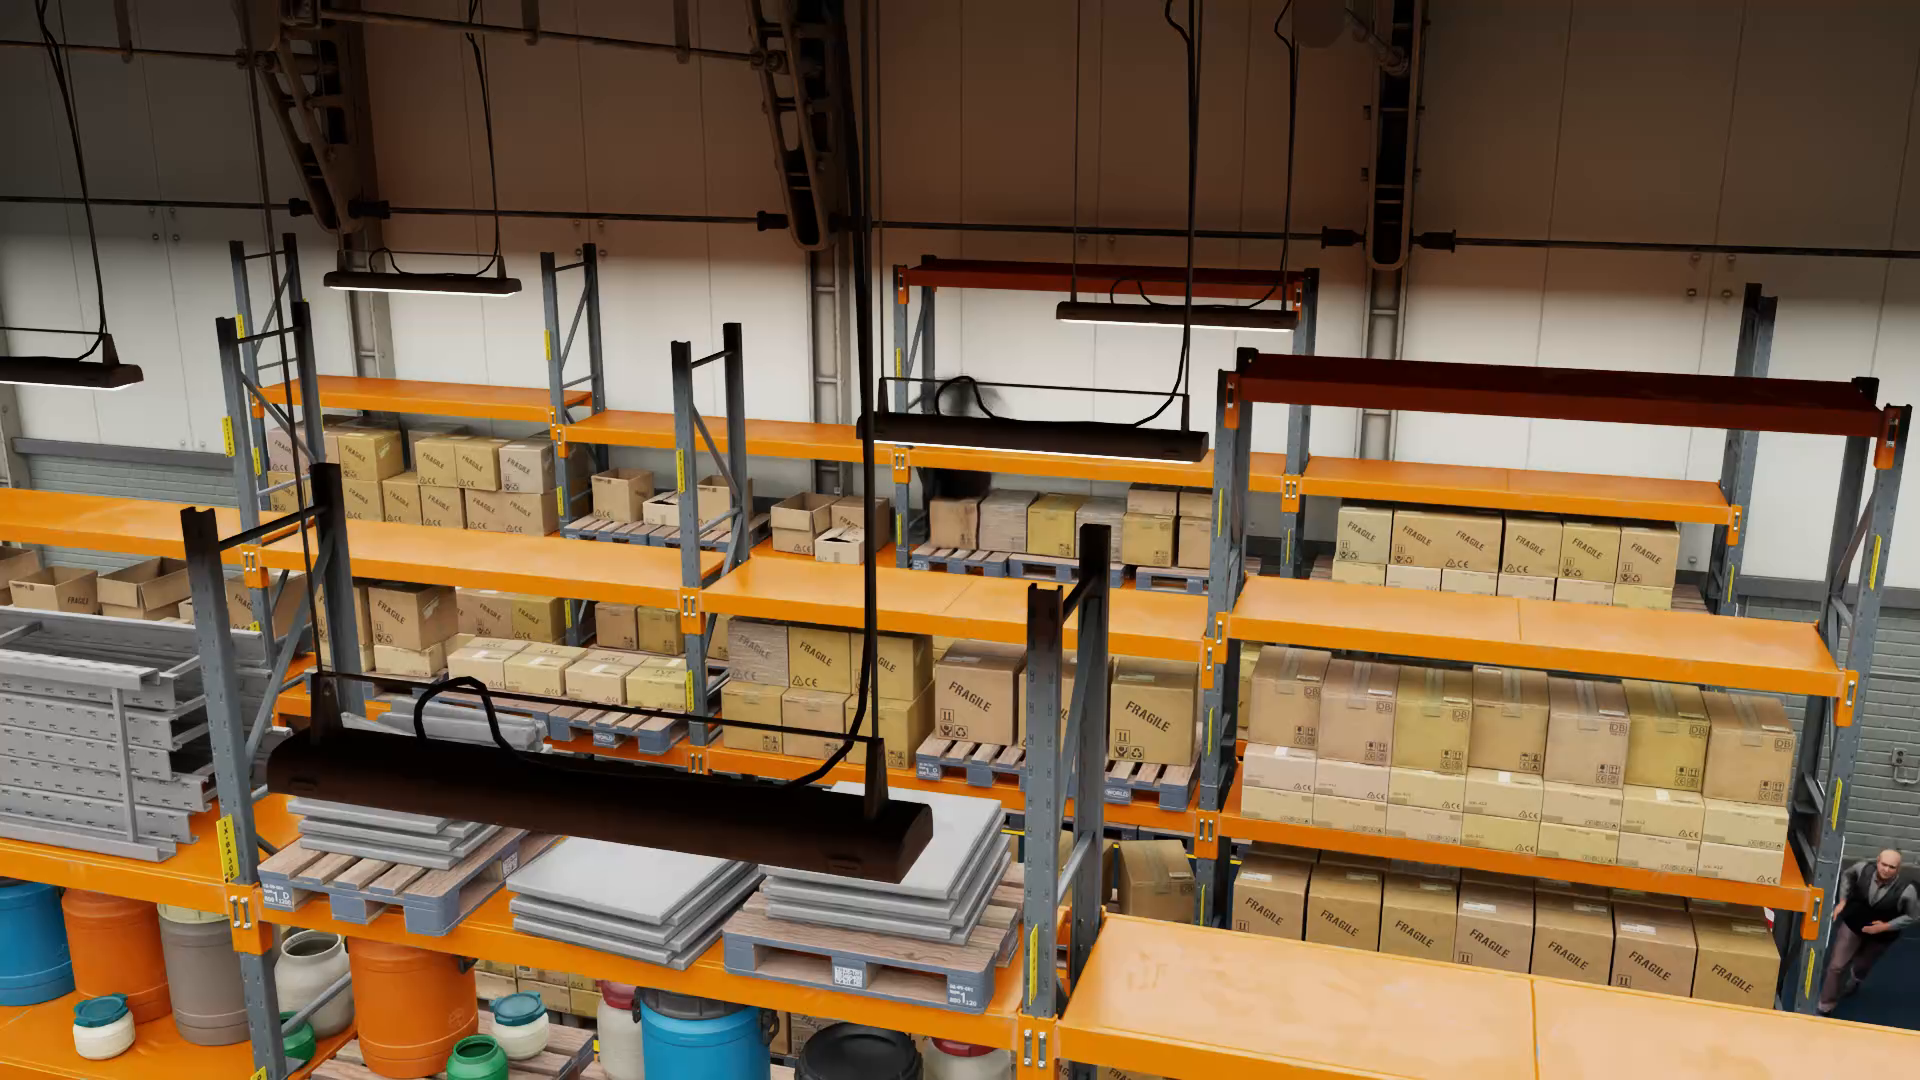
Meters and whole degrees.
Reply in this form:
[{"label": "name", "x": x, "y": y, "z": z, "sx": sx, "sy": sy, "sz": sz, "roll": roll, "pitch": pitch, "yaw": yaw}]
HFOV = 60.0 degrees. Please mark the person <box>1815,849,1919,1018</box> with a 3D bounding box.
[{"label": "person", "x": 7.780, "y": 3.318, "z": 14.149, "sx": 0.644, "sy": 1.662, "sz": 0.986, "roll": 12, "pitch": 20, "yaw": 36}]
